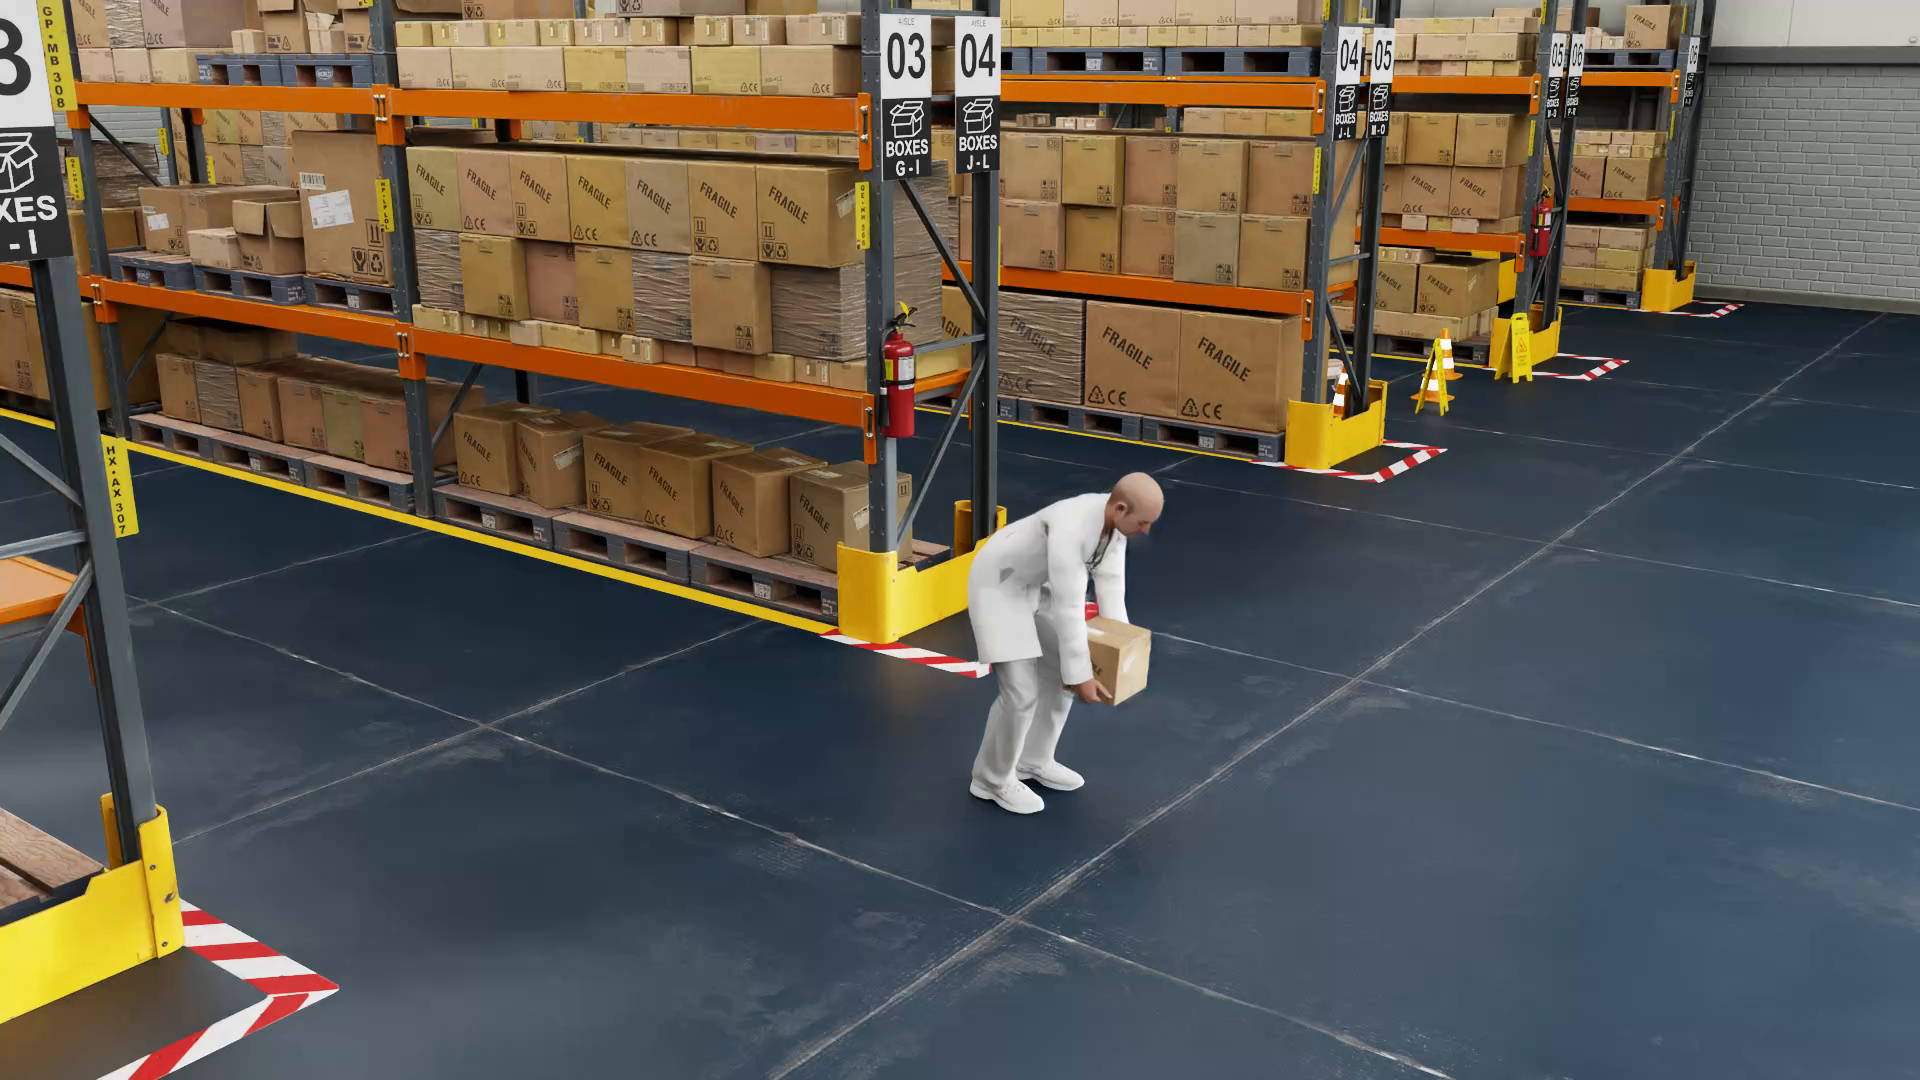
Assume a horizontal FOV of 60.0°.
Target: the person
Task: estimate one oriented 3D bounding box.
[{"bbox_3d":[0.418,0.400,6.762,0.835,1.464,0.558,11,20,33],"label":"person"}]
